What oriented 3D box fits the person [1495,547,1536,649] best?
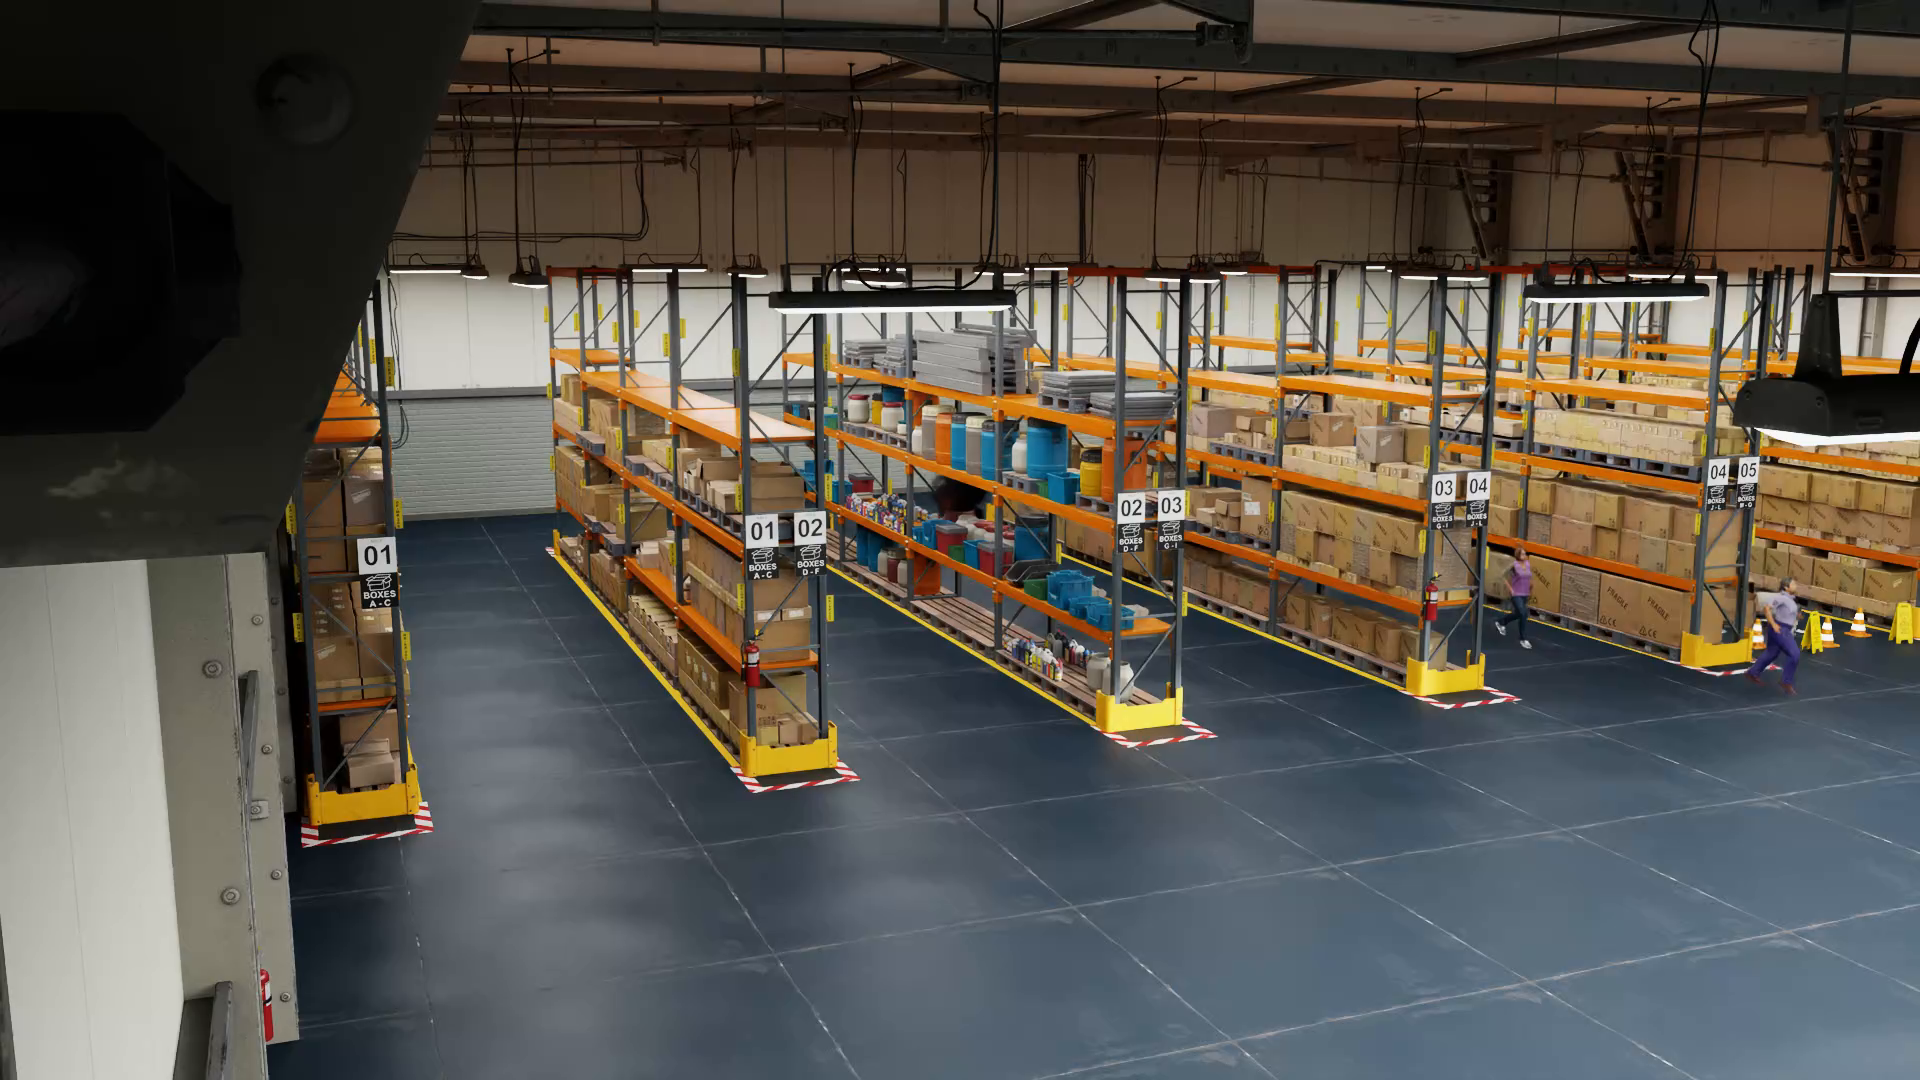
[{"bbox_3d":[9.024,0.898,26.928,0.528,1.604,0.802,-5,11,-26],"label":"person"}]

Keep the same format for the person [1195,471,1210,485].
[{"bbox_3d":[6.155,-1.692,41.789,0.605,1.608,0.752,3,10,19],"label":"person"}]

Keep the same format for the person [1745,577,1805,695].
[{"bbox_3d":[11.838,1.374,24.137,0.708,1.709,0.605,5,11,26],"label":"person"}]
